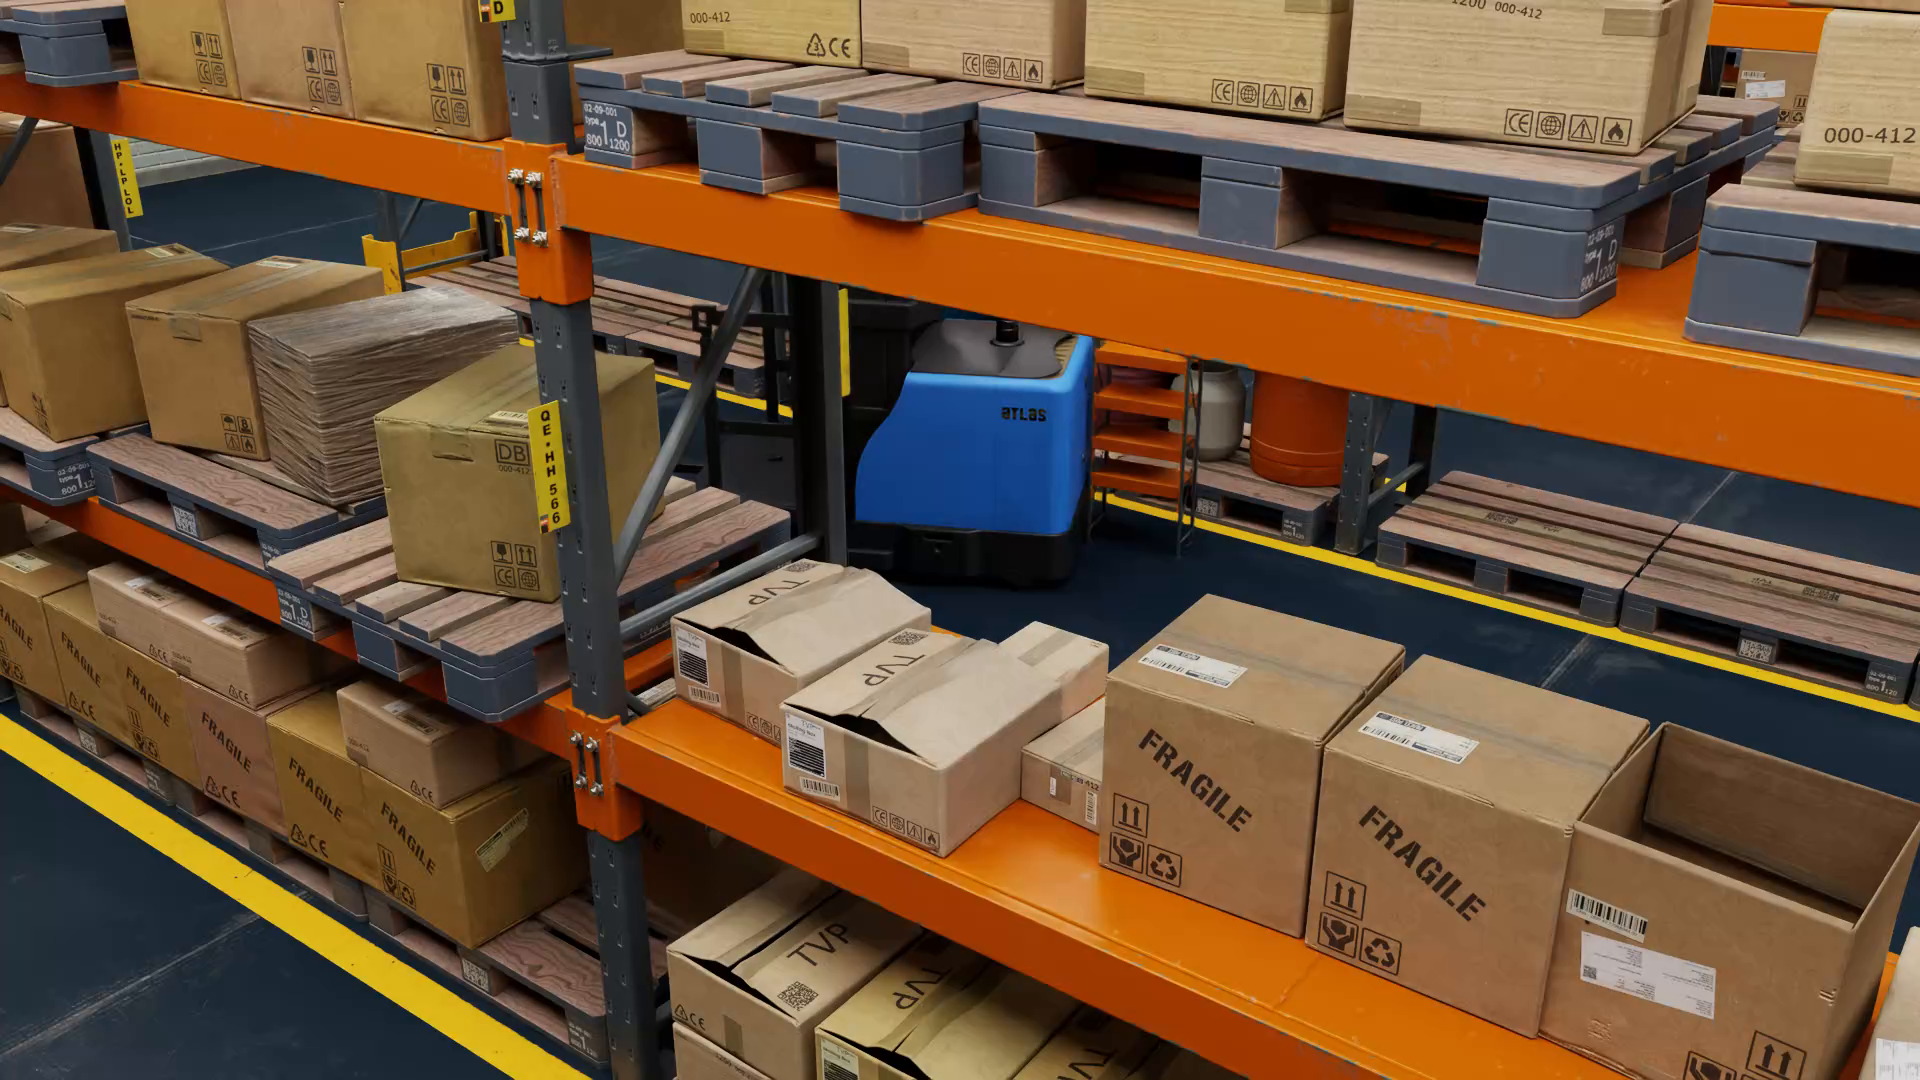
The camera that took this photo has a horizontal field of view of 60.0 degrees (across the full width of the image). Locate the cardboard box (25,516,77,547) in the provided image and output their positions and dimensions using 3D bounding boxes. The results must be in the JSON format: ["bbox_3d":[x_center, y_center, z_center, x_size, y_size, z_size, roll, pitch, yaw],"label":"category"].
[{"bbox_3d":[-4.098,0.029,7.753,0.500,0.311,0.500,17,29,33],"label":"cardboard box"}]

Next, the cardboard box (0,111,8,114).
[{"bbox_3d":[-4.513,-1.662,7.437,0.500,0.500,0.500,16,28,32],"label":"cardboard box"}]

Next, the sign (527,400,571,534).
[{"bbox_3d":[-1.009,-0.178,4.096,0.005,0.325,0.100,17,29,33],"label":"sign"}]

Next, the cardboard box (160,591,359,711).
[{"bbox_3d":[-2.449,0.329,5.908,0.500,0.250,0.500,16,29,32],"label":"cardboard box"}]

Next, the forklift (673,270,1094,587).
[{"bbox_3d":[-0.864,-1.391,8.271,3.031,2.935,1.130,4,24,10],"label":"forklift"}]

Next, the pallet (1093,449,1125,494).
[{"bbox_3d":[0.655,-0.655,9.975,1.213,0.211,1.003,17,29,33],"label":"pallet"}]

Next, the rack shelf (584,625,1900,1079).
[{"bbox_3d":[0.909,0.951,3.763,4.000,0.370,1.077,17,29,33],"label":"rack shelf"}]

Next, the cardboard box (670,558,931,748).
[{"bbox_3d":[-0.426,0.281,4.502,0.500,0.311,0.500,19,30,36],"label":"cardboard box"}]

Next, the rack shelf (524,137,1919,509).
[{"bbox_3d":[0.909,-0.421,3.158,4.000,0.370,1.077,17,29,33],"label":"rack shelf"}]

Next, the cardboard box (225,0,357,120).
[{"bbox_3d":[-1.468,-1.498,4.586,0.500,0.500,0.910,17,29,33],"label":"cardboard box"}]

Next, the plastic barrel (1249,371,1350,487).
[{"bbox_3d":[1.881,-0.771,8.950,0.708,0.830,0.600,17,29,33],"label":"plastic barrel"}]

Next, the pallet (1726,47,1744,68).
[{"bbox_3d":[7.675,-4.683,15.896,1.003,0.211,1.213,17,29,33],"label":"pallet"}]

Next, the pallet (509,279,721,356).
[{"bbox_3d":[-2.510,-1.610,12.143,1.213,0.211,1.003,17,29,33],"label":"pallet"}]

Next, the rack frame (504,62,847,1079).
[{"bbox_3d":[-0.691,0.138,4.716,0.127,3.000,1.000,17,29,33],"label":"rack frame"}]

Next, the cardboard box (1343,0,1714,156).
[{"bbox_3d":[1.017,-0.873,2.955,0.500,0.250,0.500,14,27,29],"label":"cardboard box"}]

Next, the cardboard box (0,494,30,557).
[{"bbox_3d":[-4.518,0.067,7.431,0.500,0.500,0.500,17,29,33],"label":"cardboard box"}]

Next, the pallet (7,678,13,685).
[{"bbox_3d":[-4.441,0.281,7.851,1.213,0.211,1.003,17,29,33],"label":"pallet"}]

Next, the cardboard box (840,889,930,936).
[{"bbox_3d":[-0.124,0.995,4.965,0.500,0.311,0.500,18,29,35],"label":"cardboard box"}]

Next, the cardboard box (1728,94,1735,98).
[{"bbox_3d":[7.604,-4.105,15.996,0.500,0.250,0.500,16,28,32],"label":"cardboard box"}]

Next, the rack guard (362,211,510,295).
[{"bbox_3d":[-4.146,-2.251,13.239,0.348,0.500,1.175,17,29,33],"label":"rack guard"}]

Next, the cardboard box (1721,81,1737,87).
[{"bbox_3d":[9.983,-5.885,20.501,0.875,0.875,0.875,17,29,34],"label":"cardboard box"}]

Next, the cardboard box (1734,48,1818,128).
[{"bbox_3d":[5.709,-3.177,11.596,0.500,0.500,0.500,13,27,27],"label":"cardboard box"}]

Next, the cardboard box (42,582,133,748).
[{"bbox_3d":[-3.217,0.435,6.598,0.500,0.500,0.500,17,29,34],"label":"cardboard box"}]

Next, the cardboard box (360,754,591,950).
[{"bbox_3d":[-1.580,0.930,5.472,0.500,0.500,0.500,18,30,35],"label":"cardboard box"}]

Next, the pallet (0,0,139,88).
[{"bbox_3d":[-2.580,-1.685,5.368,1.003,0.211,1.213,17,29,33],"label":"pallet"}]

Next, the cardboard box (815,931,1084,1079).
[{"bbox_3d":[-0.023,1.294,4.288,0.500,0.311,0.500,16,28,32],"label":"cardboard box"}]

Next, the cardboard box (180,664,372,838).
[{"bbox_3d":[-2.418,0.680,6.040,0.500,0.500,0.500,16,28,31],"label":"cardboard box"}]

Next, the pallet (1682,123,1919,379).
[{"bbox_3d":[1.796,-0.389,2.429,1.217,0.209,0.805,16,28,31],"label":"pallet"}]

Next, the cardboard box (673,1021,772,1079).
[{"bbox_3d":[-0.448,1.426,4.683,0.500,0.250,0.500,17,29,33],"label":"cardboard box"}]

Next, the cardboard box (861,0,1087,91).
[{"bbox_3d":[0.136,-1.145,3.574,0.500,0.250,0.500,18,29,35],"label":"cardboard box"}]

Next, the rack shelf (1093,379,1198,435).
[{"bbox_3d":[0.941,-0.674,8.403,0.480,0.148,0.258,11,26,23],"label":"rack shelf"}]

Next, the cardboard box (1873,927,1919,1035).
[{"bbox_3d":[1.923,0.940,3.207,0.250,0.149,0.380,17,29,33],"label":"cardboard box"}]

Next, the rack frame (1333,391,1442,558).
[{"bbox_3d":[2.283,-1.459,8.341,0.127,3.000,1.000,17,29,33],"label":"rack frame"}]

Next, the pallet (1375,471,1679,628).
[{"bbox_3d":[2.879,0.017,8.450,1.213,0.211,1.003,17,29,33],"label":"pallet"}]

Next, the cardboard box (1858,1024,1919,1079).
[{"bbox_3d":[1.696,1.014,2.896,0.258,0.266,0.396,16,28,32],"label":"cardboard box"}]

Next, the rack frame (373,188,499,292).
[{"bbox_3d":[-4.119,-3.393,12.732,0.127,3.000,1.000,17,29,33],"label":"rack frame"}]

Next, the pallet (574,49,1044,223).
[{"bbox_3d":[-0.094,-1.013,3.842,1.003,0.211,1.213,18,30,36],"label":"pallet"}]

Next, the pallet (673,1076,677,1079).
[{"bbox_3d":[-0.056,1.626,4.798,1.213,0.211,1.003,17,29,33],"label":"pallet"}]

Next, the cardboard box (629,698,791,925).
[{"bbox_3d":[-0.884,0.879,5.590,0.500,0.500,0.500,18,30,35],"label":"cardboard box"}]

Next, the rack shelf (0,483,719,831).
[{"bbox_3d":[-2.291,-0.016,5.959,4.000,0.370,1.077,17,29,33],"label":"rack shelf"}]

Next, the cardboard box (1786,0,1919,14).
[{"bbox_3d":[1.570,-1.026,2.373,0.500,0.500,0.500,20,31,38],"label":"cardboard box"}]

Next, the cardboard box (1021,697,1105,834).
[{"bbox_3d":[0.363,0.544,4.108,0.250,0.149,0.380,19,30,37],"label":"cardboard box"}]

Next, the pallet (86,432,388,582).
[{"bbox_3d":[-2.250,-0.243,5.818,1.213,0.211,1.003,17,29,33],"label":"pallet"}]

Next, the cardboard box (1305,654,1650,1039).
[{"bbox_3d":[1.083,0.620,3.498,0.500,0.500,0.500,17,29,33],"label":"cardboard box"}]

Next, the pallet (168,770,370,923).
[{"bbox_3d":[-2.238,0.927,6.385,1.213,0.211,1.003,17,29,33],"label":"pallet"}]

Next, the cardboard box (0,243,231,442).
[{"bbox_3d":[-3.058,-0.734,6.052,0.700,0.500,0.500,-21,31,-39],"label":"cardboard box"}]

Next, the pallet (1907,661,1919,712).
[{"bbox_3d":[4.832,0.607,7.110,1.213,0.211,1.003,17,29,33],"label":"pallet"}]

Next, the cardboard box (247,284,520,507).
[{"bbox_3d":[-1.880,-0.498,5.516,0.700,0.500,0.500,-20,31,-38],"label":"cardboard box"}]

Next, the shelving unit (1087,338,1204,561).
[{"bbox_3d":[0.941,-0.531,8.466,0.503,1.200,0.258,11,26,23],"label":"shelving unit"}]

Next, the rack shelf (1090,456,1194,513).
[{"bbox_3d":[0.941,-0.287,8.573,0.480,0.148,0.258,11,26,23],"label":"rack shelf"}]

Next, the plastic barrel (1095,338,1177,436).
[{"bbox_3d":[0.977,-0.933,9.618,0.708,0.588,0.600,17,29,33],"label":"plastic barrel"}]

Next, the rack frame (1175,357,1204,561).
[{"bbox_3d":[1.162,-0.488,8.370,0.015,1.200,0.240,11,26,23],"label":"rack frame"}]

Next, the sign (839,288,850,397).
[{"bbox_3d":[-0.361,-0.571,4.891,0.005,0.325,0.100,17,29,33],"label":"sign"}]
